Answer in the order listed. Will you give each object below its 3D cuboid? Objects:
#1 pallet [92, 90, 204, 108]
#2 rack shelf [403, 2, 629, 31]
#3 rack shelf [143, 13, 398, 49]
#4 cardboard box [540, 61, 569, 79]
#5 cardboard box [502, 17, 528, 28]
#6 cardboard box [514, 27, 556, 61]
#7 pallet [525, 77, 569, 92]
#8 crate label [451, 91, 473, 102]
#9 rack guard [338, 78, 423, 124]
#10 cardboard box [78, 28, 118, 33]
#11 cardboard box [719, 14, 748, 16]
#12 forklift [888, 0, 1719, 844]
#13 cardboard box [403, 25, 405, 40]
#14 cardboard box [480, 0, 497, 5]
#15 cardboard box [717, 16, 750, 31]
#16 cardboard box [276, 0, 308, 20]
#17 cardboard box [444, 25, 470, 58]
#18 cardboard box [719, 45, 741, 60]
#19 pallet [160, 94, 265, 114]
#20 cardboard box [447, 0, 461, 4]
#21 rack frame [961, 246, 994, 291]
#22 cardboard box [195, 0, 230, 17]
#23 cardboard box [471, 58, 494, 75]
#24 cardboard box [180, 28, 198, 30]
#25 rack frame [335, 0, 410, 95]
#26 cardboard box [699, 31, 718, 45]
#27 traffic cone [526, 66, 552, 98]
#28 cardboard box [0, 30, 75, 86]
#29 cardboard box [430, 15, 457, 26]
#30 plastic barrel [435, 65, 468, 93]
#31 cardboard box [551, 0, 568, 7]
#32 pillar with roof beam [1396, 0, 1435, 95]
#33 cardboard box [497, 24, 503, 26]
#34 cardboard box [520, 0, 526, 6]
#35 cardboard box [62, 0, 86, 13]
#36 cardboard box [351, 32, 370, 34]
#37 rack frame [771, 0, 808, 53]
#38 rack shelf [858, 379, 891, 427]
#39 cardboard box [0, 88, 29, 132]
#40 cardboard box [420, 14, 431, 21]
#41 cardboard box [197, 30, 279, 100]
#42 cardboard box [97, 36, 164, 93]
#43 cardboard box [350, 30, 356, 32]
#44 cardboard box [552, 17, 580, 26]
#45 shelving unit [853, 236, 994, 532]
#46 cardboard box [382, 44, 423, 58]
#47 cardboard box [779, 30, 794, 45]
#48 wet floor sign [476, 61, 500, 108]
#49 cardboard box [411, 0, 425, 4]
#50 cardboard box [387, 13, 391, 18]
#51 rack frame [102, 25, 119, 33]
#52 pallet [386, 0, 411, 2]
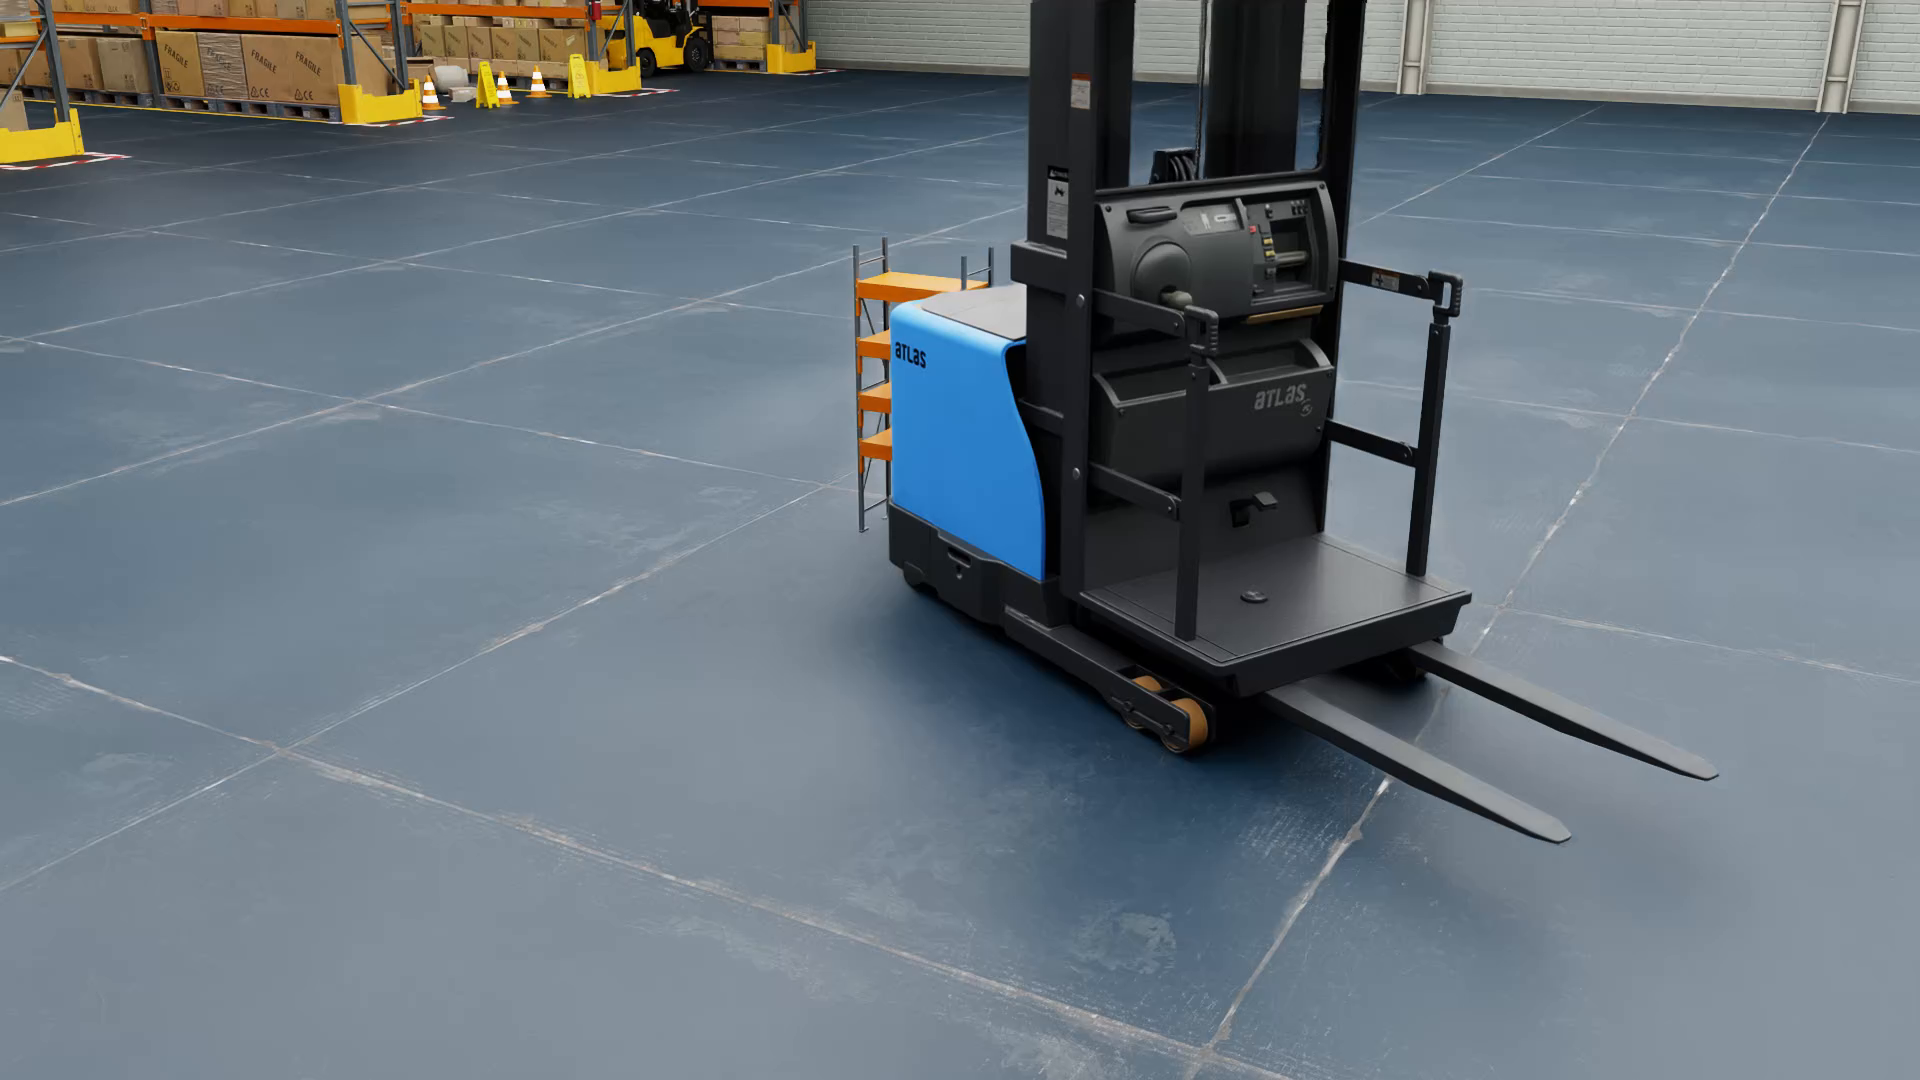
[{"bbox_3d":[-12.085,-6.606,24.767,1.213,0.211,1.003,11,23,27],"label":"pallet"},{"bbox_3d":[-7.303,-8.631,27.314,4.000,0.370,1.077,11,23,27],"label":"rack shelf"},{"bbox_3d":[-9.629,-7.140,23.205,4.000,0.370,1.077,11,23,27],"label":"rack shelf"},{"bbox_3d":[-6.415,-7.599,26.832,0.500,0.250,0.500,11,23,27],"label":"cardboard box"},{"bbox_3d":[-7.184,-8.382,26.940,0.250,0.149,0.380,12,23,30],"label":"cardboard box"},{"bbox_3d":[-6.841,-8.035,26.933,0.500,0.500,0.500,12,23,29],"label":"cardboard box"},{"bbox_3d":[-6.315,-7.484,27.186,1.213,0.211,1.003,11,23,27],"label":"pallet"},{"bbox_3d":[-7.522,-6.703,25.144,0.298,0.136,0.250,0,20,-1],"label":"crate label"},{"bbox_3d":[-7.862,-5.967,22.581,0.348,0.500,1.175,11,23,27],"label":"rack guard"},{"bbox_3d":[-16.529,-9.761,32.517,0.875,0.438,0.875,10,22,27],"label":"cardboard box"},{"bbox_3d":[-4.336,-9.794,31.416,0.500,0.250,0.500,11,22,27],"label":"cardboard box"},{"bbox_3d":[0.947,-0.911,5.079,1.130,2.935,3.031,-12,23,-31],"label":"forklift"},{"bbox_3d":[-11.487,-10.646,34.865,0.500,0.500,0.500,12,23,30],"label":"cardboard box"},{"bbox_3d":[-7.584,-8.786,27.057,0.250,0.149,0.380,11,23,27],"label":"cardboard box"},{"bbox_3d":[-4.142,-9.556,30.761,0.500,0.250,0.500,11,23,28],"label":"cardboard box"},{"bbox_3d":[-8.719,-7.349,22.507,0.550,0.550,0.875,11,23,27],"label":"cardboard box"},{"bbox_3d":[-8.192,-8.295,27.650,0.500,0.500,0.500,12,23,29],"label":"cardboard box"},{"bbox_3d":[-4.133,-9.089,30.939,0.500,0.250,0.500,11,23,27],"label":"cardboard box"},{"bbox_3d":[-10.749,-6.350,24.062,1.213,0.211,1.003,11,23,27],"label":"pallet"},{"bbox_3d":[-8.239,-8.922,27.431,0.250,0.149,0.380,12,23,29],"label":"cardboard box"},{"bbox_3d":[0.069,-0.551,6.625,0.015,1.200,0.240,11,23,27],"label":"rack frame"},{"bbox_3d":[-10.142,-7.614,23.237,0.550,0.550,0.875,11,23,27],"label":"cardboard box"},{"bbox_3d":[-7.729,-7.855,27.537,0.500,0.250,0.500,10,22,27],"label":"cardboard box"},{"bbox_3d":[-13.880,-9.454,31.030,0.875,0.875,0.875,11,23,28],"label":"cardboard box"},{"bbox_3d":[-7.883,-7.146,22.166,0.127,3.000,1.000,11,23,27],"label":"rack frame"},{"bbox_3d":[-4.610,-9.408,31.087,0.500,0.250,0.500,10,22,26],"label":"cardboard box"},{"bbox_3d":[-6.561,-7.131,25.845,0.334,0.463,0.336,11,23,27],"label":"traffic cone"},{"bbox_3d":[-14.379,-7.488,25.792,0.750,0.750,1.050,10,22,27],"label":"cardboard box"},{"bbox_3d":[-8.586,-8.647,27.668,0.250,0.149,0.380,11,23,28],"label":"cardboard box"},{"bbox_3d":[-8.098,-7.318,26.418,0.512,0.421,0.421,-7,21,-20],"label":"plastic barrel"},{"bbox_3d":[-6.263,-8.526,26.338,0.250,0.149,0.380,10,22,27],"label":"cardboard box"},{"bbox_3d":[5.069,-10.042,21.351,0.400,9.000,9.100,11,23,27],"label":"pillar with roof beam"},{"bbox_3d":[-7.511,-8.372,27.862,0.500,0.500,0.500,12,23,30],"label":"cardboard box"},{"bbox_3d":[-6.871,-8.693,26.799,0.250,0.149,0.380,11,23,28],"label":"cardboard box"},{"bbox_3d":[-12.843,-8.033,24.465,0.500,0.500,0.500,11,23,28],"label":"cardboard box"},{"bbox_3d":[-9.891,-7.947,26.931,0.500,0.500,0.500,11,23,27],"label":"cardboard box"},{"bbox_3d":[-3.139,-10.114,30.350,0.127,3.000,1.000,11,23,27],"label":"rack frame"},{"bbox_3d":[-0.145,-0.528,6.759,0.480,0.148,0.258,11,23,27],"label":"rack shelf"},{"bbox_3d":[-10.927,-4.817,18.796,0.500,0.500,0.500,16,25,37],"label":"cardboard box"},{"bbox_3d":[-10.932,-10.815,34.380,0.250,0.149,0.380,10,22,25],"label":"cardboard box"},{"bbox_3d":[-10.071,-6.735,23.534,0.875,0.875,0.875,11,23,28],"label":"cardboard box"},{"bbox_3d":[-11.961,-7.027,24.522,0.750,0.750,1.050,11,23,27],"label":"cardboard box"},{"bbox_3d":[-12.833,-10.899,35.563,0.500,0.500,0.500,10,22,27],"label":"cardboard box"},{"bbox_3d":[-7.766,-10.076,33.109,0.625,0.625,0.875,11,22,27],"label":"cardboard box"},{"bbox_3d":[-0.145,-0.592,6.736,0.503,1.200,0.258,11,23,27],"label":"shelving unit"},{"bbox_3d":[-9.508,-8.350,28.723,0.625,0.372,0.950,11,23,28],"label":"cardboard box"},{"bbox_3d":[-3.448,-9.394,31.048,0.500,0.250,0.500,11,23,28],"label":"cardboard box"},{"bbox_3d":[-6.892,-6.624,24.179,0.232,0.644,0.267,7,21,18],"label":"wet floor sign"},{"bbox_3d":[-8.930,-9.035,27.743,0.250,0.149,0.380,11,23,27],"label":"cardboard box"},{"bbox_3d":[-11.822,-11.008,34.911,0.250,0.149,0.380,10,22,25],"label":"cardboard box"},{"bbox_3d":[-16.033,-10.632,31.776,0.127,3.000,1.000,11,23,27],"label":"rack frame"},{"bbox_3d":[-9.645,-9.382,28.611,1.213,0.211,1.003,11,23,27],"label":"pallet"}]
